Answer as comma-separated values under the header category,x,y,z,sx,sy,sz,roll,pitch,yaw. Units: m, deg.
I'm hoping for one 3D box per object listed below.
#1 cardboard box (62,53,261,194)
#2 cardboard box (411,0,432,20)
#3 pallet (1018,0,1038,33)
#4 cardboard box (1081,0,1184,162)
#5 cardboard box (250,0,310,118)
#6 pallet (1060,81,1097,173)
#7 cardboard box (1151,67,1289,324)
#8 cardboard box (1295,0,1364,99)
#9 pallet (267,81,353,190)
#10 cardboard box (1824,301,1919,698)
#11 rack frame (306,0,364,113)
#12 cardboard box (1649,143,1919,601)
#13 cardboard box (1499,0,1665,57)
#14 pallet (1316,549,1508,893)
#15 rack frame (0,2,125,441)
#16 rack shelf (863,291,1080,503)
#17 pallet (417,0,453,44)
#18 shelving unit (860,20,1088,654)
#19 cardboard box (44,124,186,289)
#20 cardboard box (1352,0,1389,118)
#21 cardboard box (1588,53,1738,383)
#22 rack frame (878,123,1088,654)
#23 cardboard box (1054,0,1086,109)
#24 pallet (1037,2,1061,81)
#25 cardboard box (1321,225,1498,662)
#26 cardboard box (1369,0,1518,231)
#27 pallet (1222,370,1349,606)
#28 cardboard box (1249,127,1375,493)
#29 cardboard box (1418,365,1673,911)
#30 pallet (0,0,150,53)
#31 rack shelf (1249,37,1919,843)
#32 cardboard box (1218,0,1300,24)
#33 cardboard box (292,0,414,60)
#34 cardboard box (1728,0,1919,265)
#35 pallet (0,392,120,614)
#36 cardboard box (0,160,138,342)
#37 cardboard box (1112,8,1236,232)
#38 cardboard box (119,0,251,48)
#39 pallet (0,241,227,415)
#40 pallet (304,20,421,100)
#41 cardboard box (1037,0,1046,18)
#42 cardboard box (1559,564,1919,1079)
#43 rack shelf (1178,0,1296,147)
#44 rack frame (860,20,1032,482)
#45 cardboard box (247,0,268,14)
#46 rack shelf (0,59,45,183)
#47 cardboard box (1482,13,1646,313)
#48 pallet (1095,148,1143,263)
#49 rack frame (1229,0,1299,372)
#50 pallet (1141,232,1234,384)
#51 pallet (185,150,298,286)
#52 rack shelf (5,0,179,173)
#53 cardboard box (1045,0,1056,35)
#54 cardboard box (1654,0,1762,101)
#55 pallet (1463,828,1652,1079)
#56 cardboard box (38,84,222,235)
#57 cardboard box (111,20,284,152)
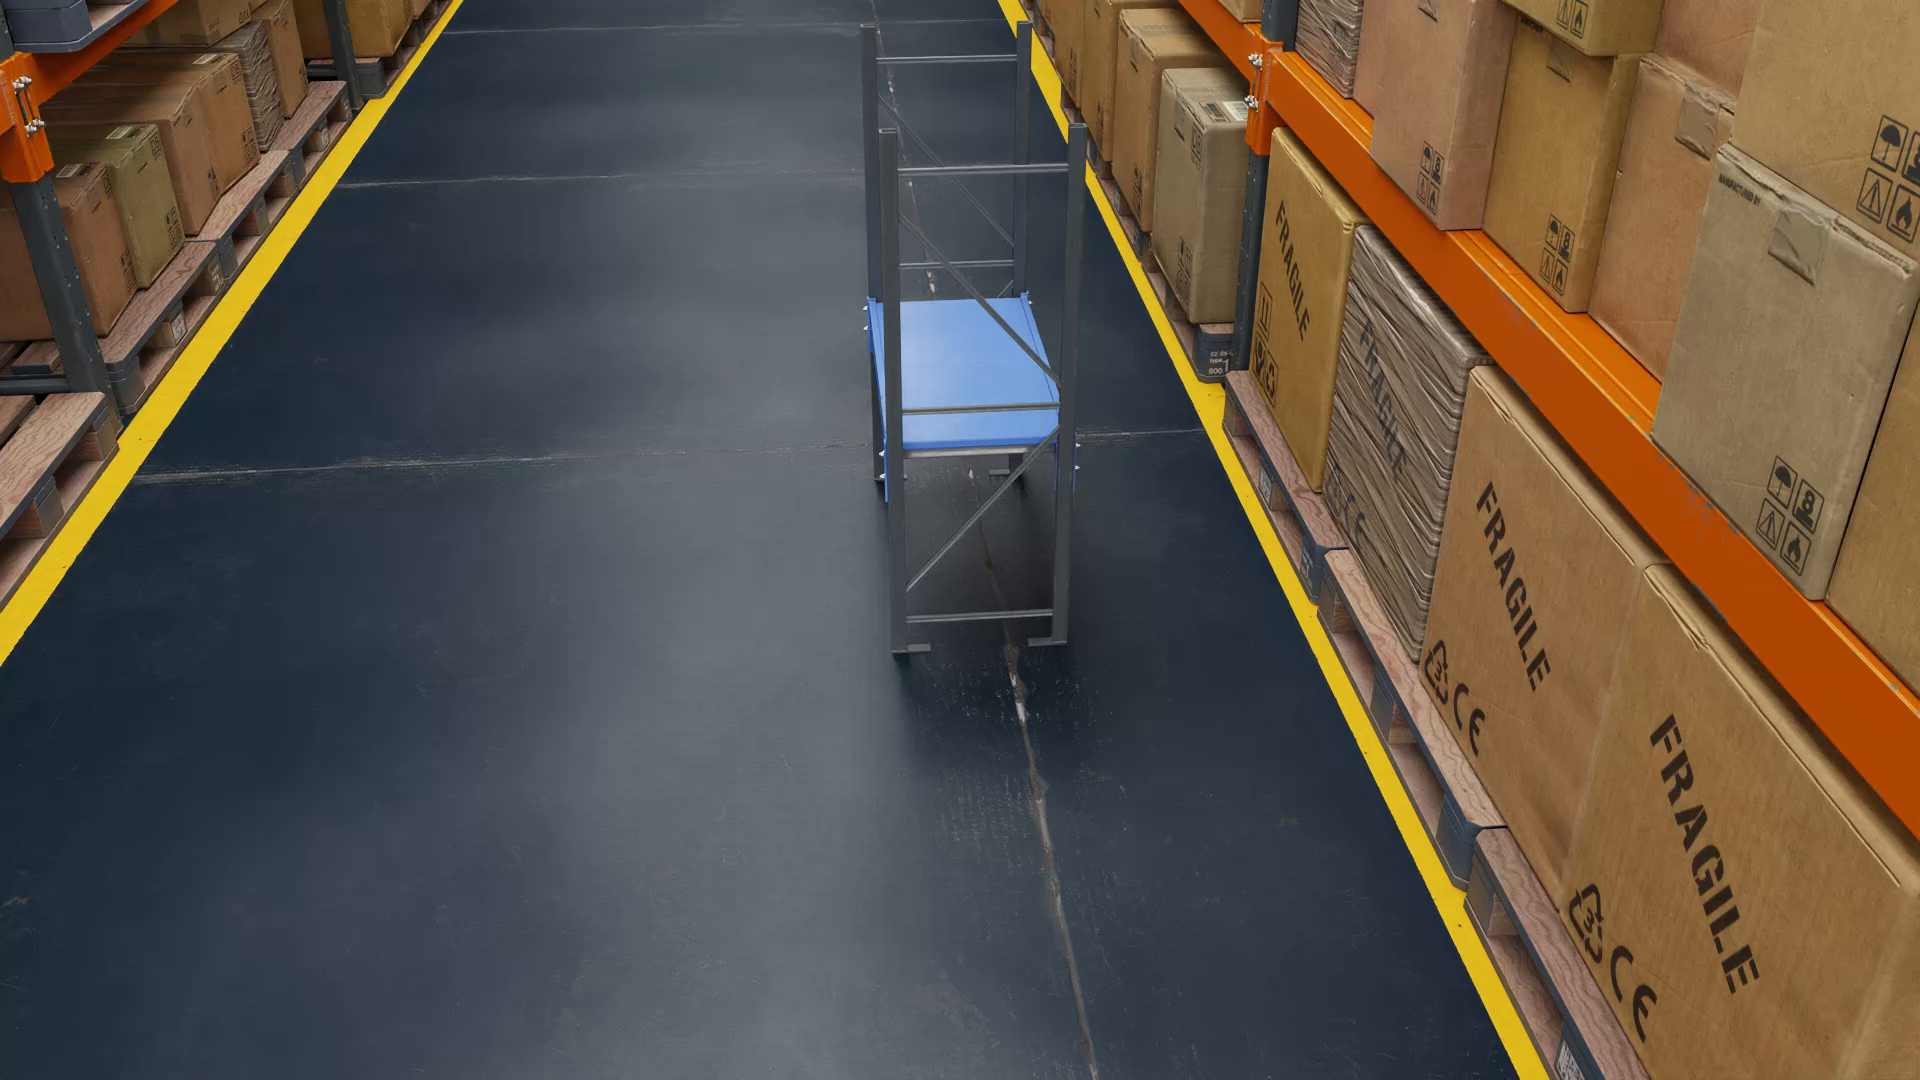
category,x,y,z,sx,sy,sz,roll,pitch,yaw
cardboard box,-3.627,-1.870,7.464,0.700,0.500,0.500,0,31,0
cardboard box,-3.953,-3.744,10.255,1.225,0.875,0.875,-3,31,-4
pallet,0.932,-3.676,11.199,1.003,0.211,1.213,-3,31,-5
cardboard box,1.167,-2.306,7.970,1.050,0.750,0.750,-2,31,-4
cardboard box,-3.751,-2.441,8.421,0.700,0.500,0.500,-4,31,-7
pallet,1.113,-2.250,8.810,1.003,0.211,1.213,-3,31,-5
cardboard box,1.340,-1.338,6.349,1.050,0.750,0.750,-3,31,-5
cardboard box,1.534,-1.687,5.003,0.875,0.550,0.550,-3,31,-5
pallet,-3.762,-2.071,8.511,1.003,0.211,1.213,-3,31,-5
cardboard box,1.782,-0.020,2.212,0.875,0.550,0.550,-3,31,-5
rack frame,-3.833,-3.667,8.464,1.000,3.000,0.127,-3,31,-5
cardboard box,1.709,-0.300,2.681,0.875,0.550,0.550,-3,31,-5
cardboard box,1.626,-1.321,3.337,0.875,0.550,0.500,-3,31,-5
pallet,1.598,0.403,4.370,1.003,0.211,1.213,-3,31,-5
rack frame,-3.460,-1.625,5.045,1.000,3.000,0.127,-3,31,-5
rack shelf,0.008,-0.446,4.885,0.538,0.185,1.000,-3,31,-5
pallet,-3.943,-3.497,10.899,1.003,0.211,1.213,-3,31,-5
shelving unit,0.008,-0.600,4.792,0.538,1.500,1.048,-3,31,-5
cardboard box,-3.521,-1.299,6.509,0.700,0.500,0.500,-3,31,-5
cardboard box,1.608,-1.408,4.535,0.875,0.550,0.550,-3,31,-5
cardboard box,1.782,-0.592,3.169,0.875,0.550,0.550,-3,31,-5
rack frame,0.055,-0.341,4.358,0.500,1.500,0.032,-3,31,-5
cardboard box,1.082,-2.752,8.717,1.050,0.750,0.750,-3,31,-5
pallet,1.043,-3.055,10.158,1.003,0.211,1.213,-3,31,-5
cardboard box,1.565,-0.294,4.480,0.875,0.875,0.875,-3,31,-4
cardboard box,1.542,-1.126,4.064,0.875,0.550,0.550,-3,31,-5
pallet,1.481,-0.222,5.415,1.003,0.211,1.213,-3,31,-5
cardboard box,1.477,-0.754,5.250,0.875,0.875,0.875,-2,31,-4
cardboard box,1.648,0.171,3.701,0.875,0.875,0.875,-3,31,-5
pallet,-3.386,-1.939,5.759,1.003,0.211,1.213,-3,31,-5
rack shelf,1.675,-0.481,3.831,1.077,0.370,4.000,-3,31,-5
cardboard box,1.173,-2.107,5.755,0.500,0.500,0.500,-3,31,-5
cardboard box,-3.877,-3.288,9.492,1.225,0.875,0.875,-4,31,-7
cardboard box,1.722,-0.764,2.405,0.875,0.550,0.550,-3,31,-5
pallet,-3.362,-0.086,5.189,1.003,0.211,1.213,-3,31,-5
cardboard box,-3.496,-1.055,6.099,0.700,0.500,0.500,-5,31,-8
cardboard box,1.254,-1.830,7.174,1.050,0.750,0.750,-3,31,-5
cardboard box,-3.681,-2.494,7.777,0.500,0.250,0.500,1,31,1
pallet,-3.534,-0.825,6.425,1.003,0.211,1.213,-3,31,-5
pallet,-3.832,-2.876,9.859,1.003,0.211,1.213,-3,31,-5
cardboard box,0.748,-3.549,10.294,0.500,0.500,0.500,-2,31,-3
cardboard box,1.733,0.620,2.949,0.875,0.875,0.875,-3,31,-4
rack shelf,1.301,-2.523,7.250,1.077,0.370,4.000,-3,31,-5
rack frame,-0.040,-0.860,5.227,0.500,1.500,0.032,-3,31,-5
cardboard box,-3.741,-2.764,8.229,0.500,0.250,0.500,-2,31,-3
rack shelf,-3.273,-0.295,3.520,1.077,0.370,4.000,-3,31,-5
cardboard box,1.691,-0.860,3.619,0.875,0.550,0.500,-3,31,-5
pallet,1.224,-1.628,7.770,1.003,0.211,1.213,-3,31,-5
rack frame,1.488,-1.811,5.356,1.000,3.000,0.127,-3,31,-5
pallet,1.341,-1.004,6.725,1.003,0.211,1.213,-3,31,-5
pallet,-3.651,-1.449,7.470,1.003,0.211,1.213,-3,31,-5
rack shelf,-3.647,-2.337,6.939,1.077,0.370,4.000,-3,31,-5
cardboard box,0.793,-3.283,9.850,0.500,0.500,0.500,-3,31,-5
cardboard box,1.805,-1.057,2.894,0.875,0.550,0.550,-3,31,-5
pallet,1.709,1.024,3.329,1.003,0.211,1.213,-3,31,-5
cardboard box,-3.574,-1.585,6.987,0.700,0.500,0.500,-5,31,-9
cardboard box,-3.686,-2.159,7.948,0.700,0.500,0.500,-5,31,-9
